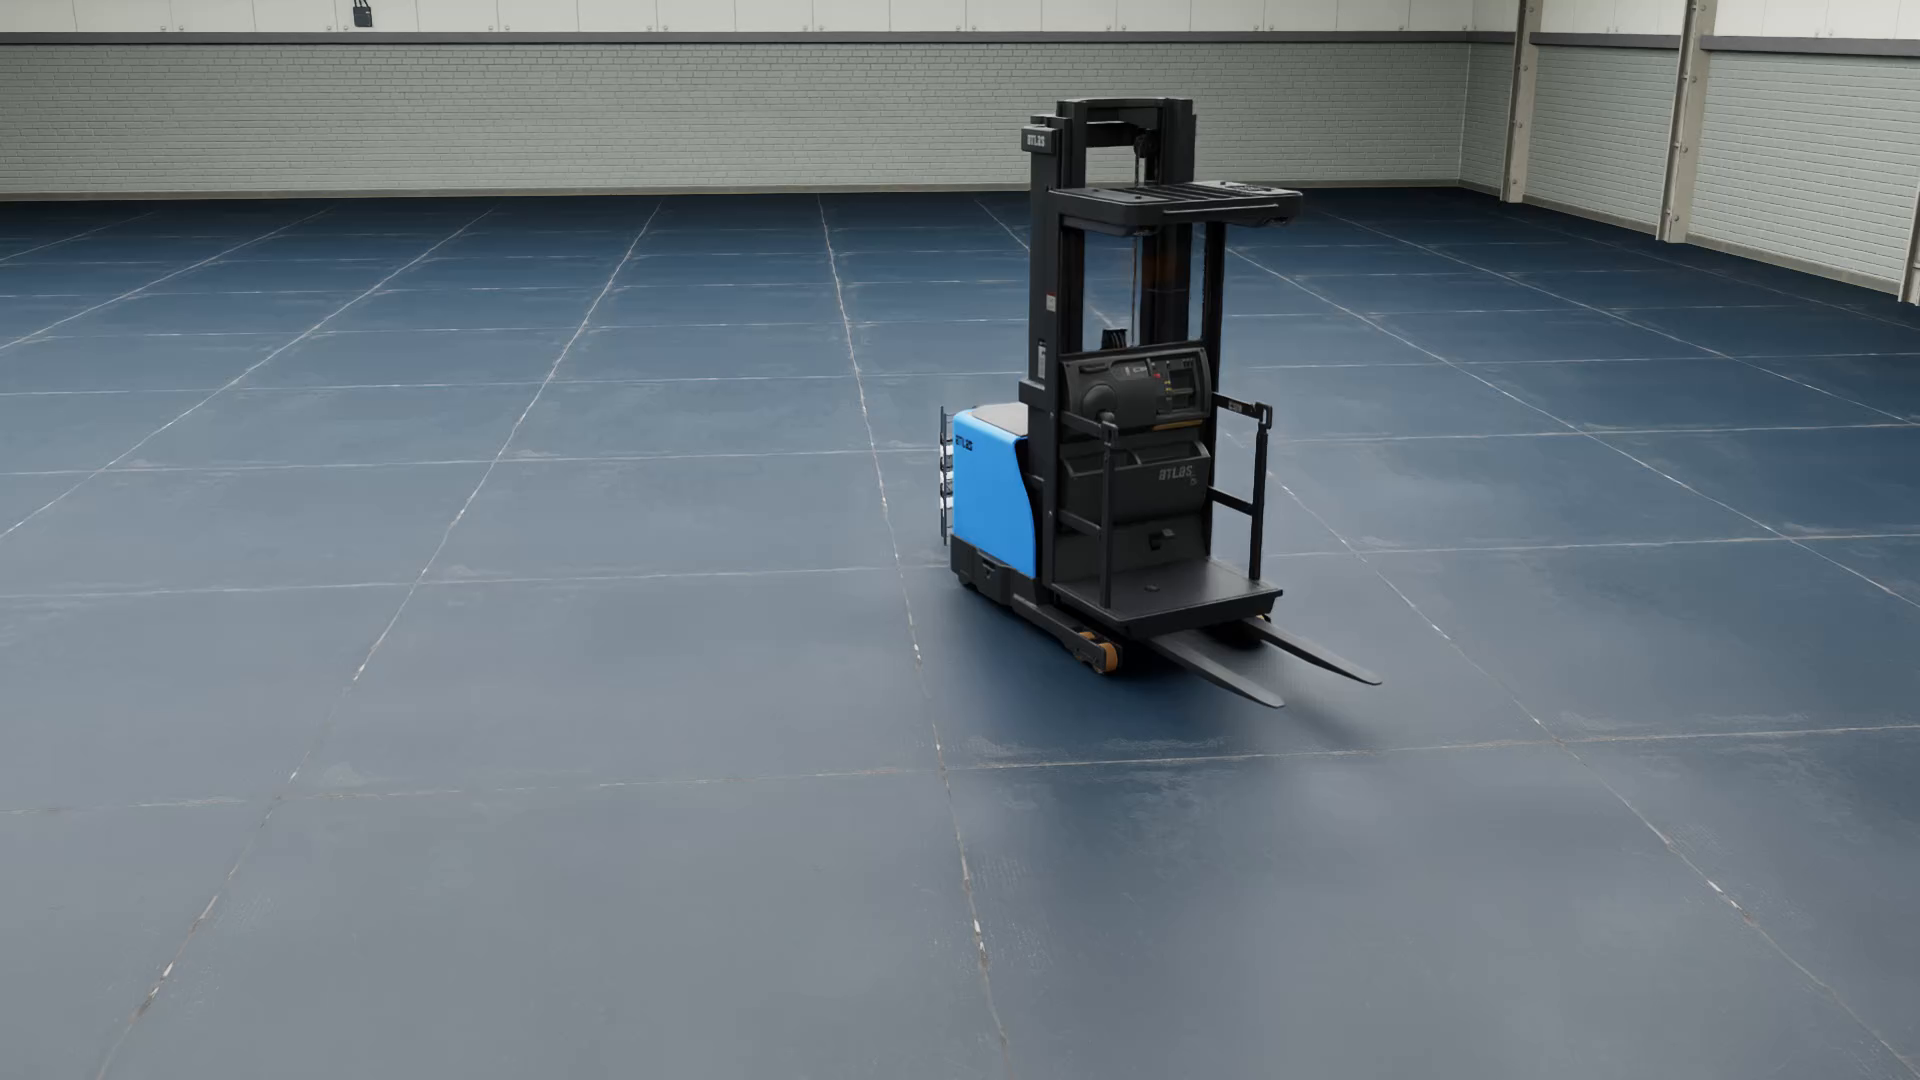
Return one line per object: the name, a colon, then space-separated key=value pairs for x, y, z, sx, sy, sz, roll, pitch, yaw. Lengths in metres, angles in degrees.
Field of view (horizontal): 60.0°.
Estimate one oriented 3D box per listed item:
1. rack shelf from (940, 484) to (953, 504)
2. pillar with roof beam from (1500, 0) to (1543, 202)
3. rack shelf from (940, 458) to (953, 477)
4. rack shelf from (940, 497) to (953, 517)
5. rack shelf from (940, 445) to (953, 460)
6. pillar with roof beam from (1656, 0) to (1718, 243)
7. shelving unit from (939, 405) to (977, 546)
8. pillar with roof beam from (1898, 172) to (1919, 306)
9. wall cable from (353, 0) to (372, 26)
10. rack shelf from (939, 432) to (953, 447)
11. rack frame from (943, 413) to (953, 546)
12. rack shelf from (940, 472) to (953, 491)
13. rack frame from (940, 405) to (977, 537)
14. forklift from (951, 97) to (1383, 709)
rack shelf: x=0.001 y=-0.309 z=11.072 sx=0.258 sy=0.077 sz=0.200 roll=-2 pitch=18 yaw=-6
pillar with roof beam: x=6.279 y=-10.646 z=30.065 sx=9.100 sy=9.000 sz=0.400 roll=-2 pitch=18 yaw=-6
rack shelf: x=0.001 y=-0.481 z=11.018 sx=0.258 sy=0.077 sz=0.200 roll=-2 pitch=18 yaw=-6
rack shelf: x=0.001 y=-0.223 z=11.098 sx=0.258 sy=0.077 sz=0.200 roll=-2 pitch=18 yaw=-6
rack shelf: x=0.001 y=-0.567 z=10.991 sx=0.258 sy=0.077 sz=0.200 roll=-2 pitch=18 yaw=-6
pillar with roof beam: x=6.898 y=-8.859 z=24.371 sx=9.100 sy=9.000 sz=0.400 roll=-2 pitch=18 yaw=-6
shelving unit: x=0.001 y=-0.427 z=11.035 sx=0.258 sy=0.900 sz=0.210 roll=-2 pitch=18 yaw=-6
pillar with roof beam: x=7.517 y=-7.071 z=18.677 sx=9.100 sy=9.000 sz=0.400 roll=-2 pitch=18 yaw=-6
wall cable: x=-10.315 y=-12.636 z=30.725 sx=2.305 sy=6.003 sz=0.169 roll=-2 pitch=18 yaw=-6
rack shelf: x=0.001 y=-0.653 z=10.964 sx=0.258 sy=0.077 sz=0.200 roll=-2 pitch=18 yaw=-6
rack frame: x=0.011 y=-0.397 z=10.938 sx=0.240 sy=0.900 sz=0.006 roll=-2 pitch=18 yaw=-6
rack shelf: x=0.001 y=-0.395 z=11.045 sx=0.258 sy=0.077 sz=0.200 roll=-2 pitch=18 yaw=-6
rack frame: x=-0.010 y=-0.457 z=11.131 sx=0.240 sy=0.900 sz=0.006 roll=-2 pitch=18 yaw=-6
forklift: x=1.080 y=-0.837 z=8.949 sx=1.130 sy=2.935 sz=3.031 roll=-9 pitch=20 yaw=-27
